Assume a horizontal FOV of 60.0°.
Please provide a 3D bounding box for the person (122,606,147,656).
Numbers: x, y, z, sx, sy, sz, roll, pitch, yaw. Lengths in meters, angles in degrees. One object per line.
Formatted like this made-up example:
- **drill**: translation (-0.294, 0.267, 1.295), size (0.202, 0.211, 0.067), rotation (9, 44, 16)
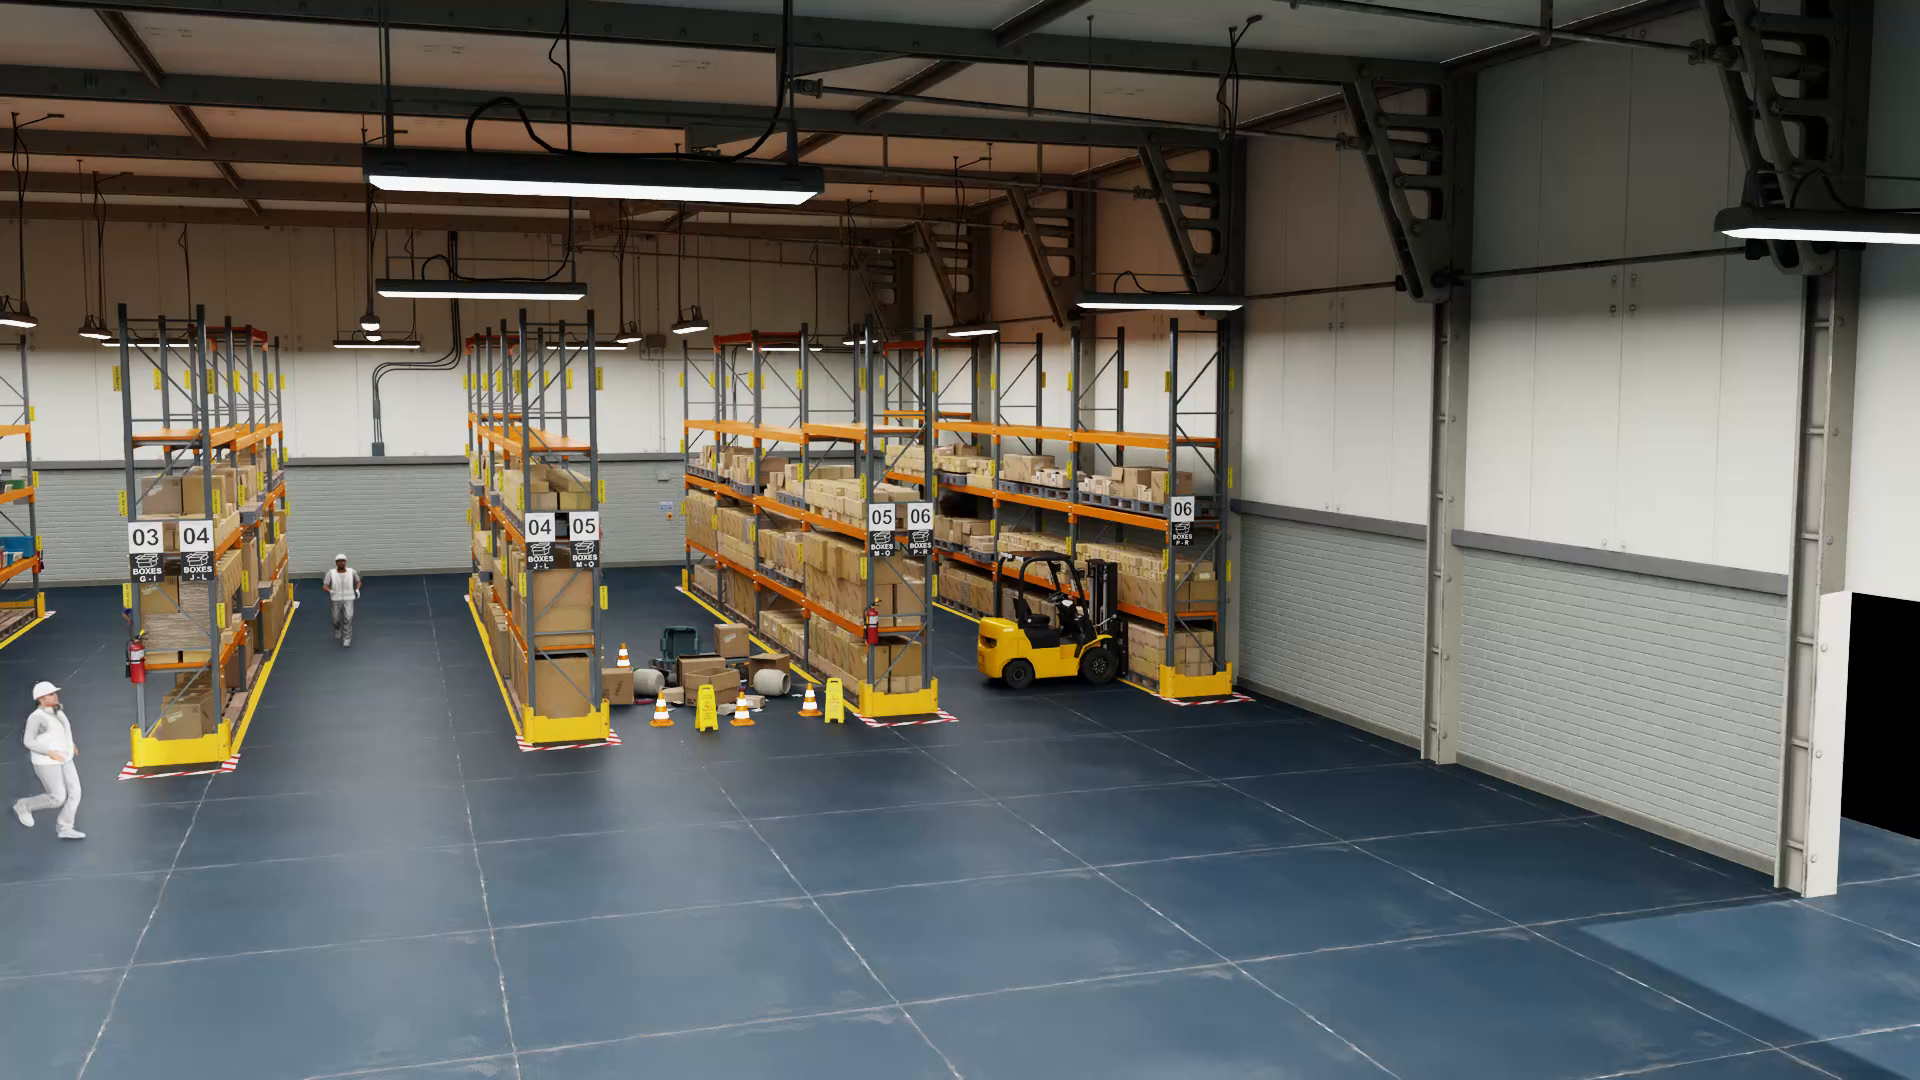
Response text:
- **person**: translation (-13.960, 1.519, 28.338), size (0.571, 1.596, 0.572), rotation (-2, 6, -24)

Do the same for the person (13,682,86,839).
- **person**: translation (-9.991, 2.418, 18.241), size (0.732, 1.745, 0.661), rotation (0, 5, 4)

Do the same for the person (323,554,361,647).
- **person**: translation (-11.734, 1.140, 31.596), size (0.673, 1.746, 0.789), rotation (-2, 6, -23)
